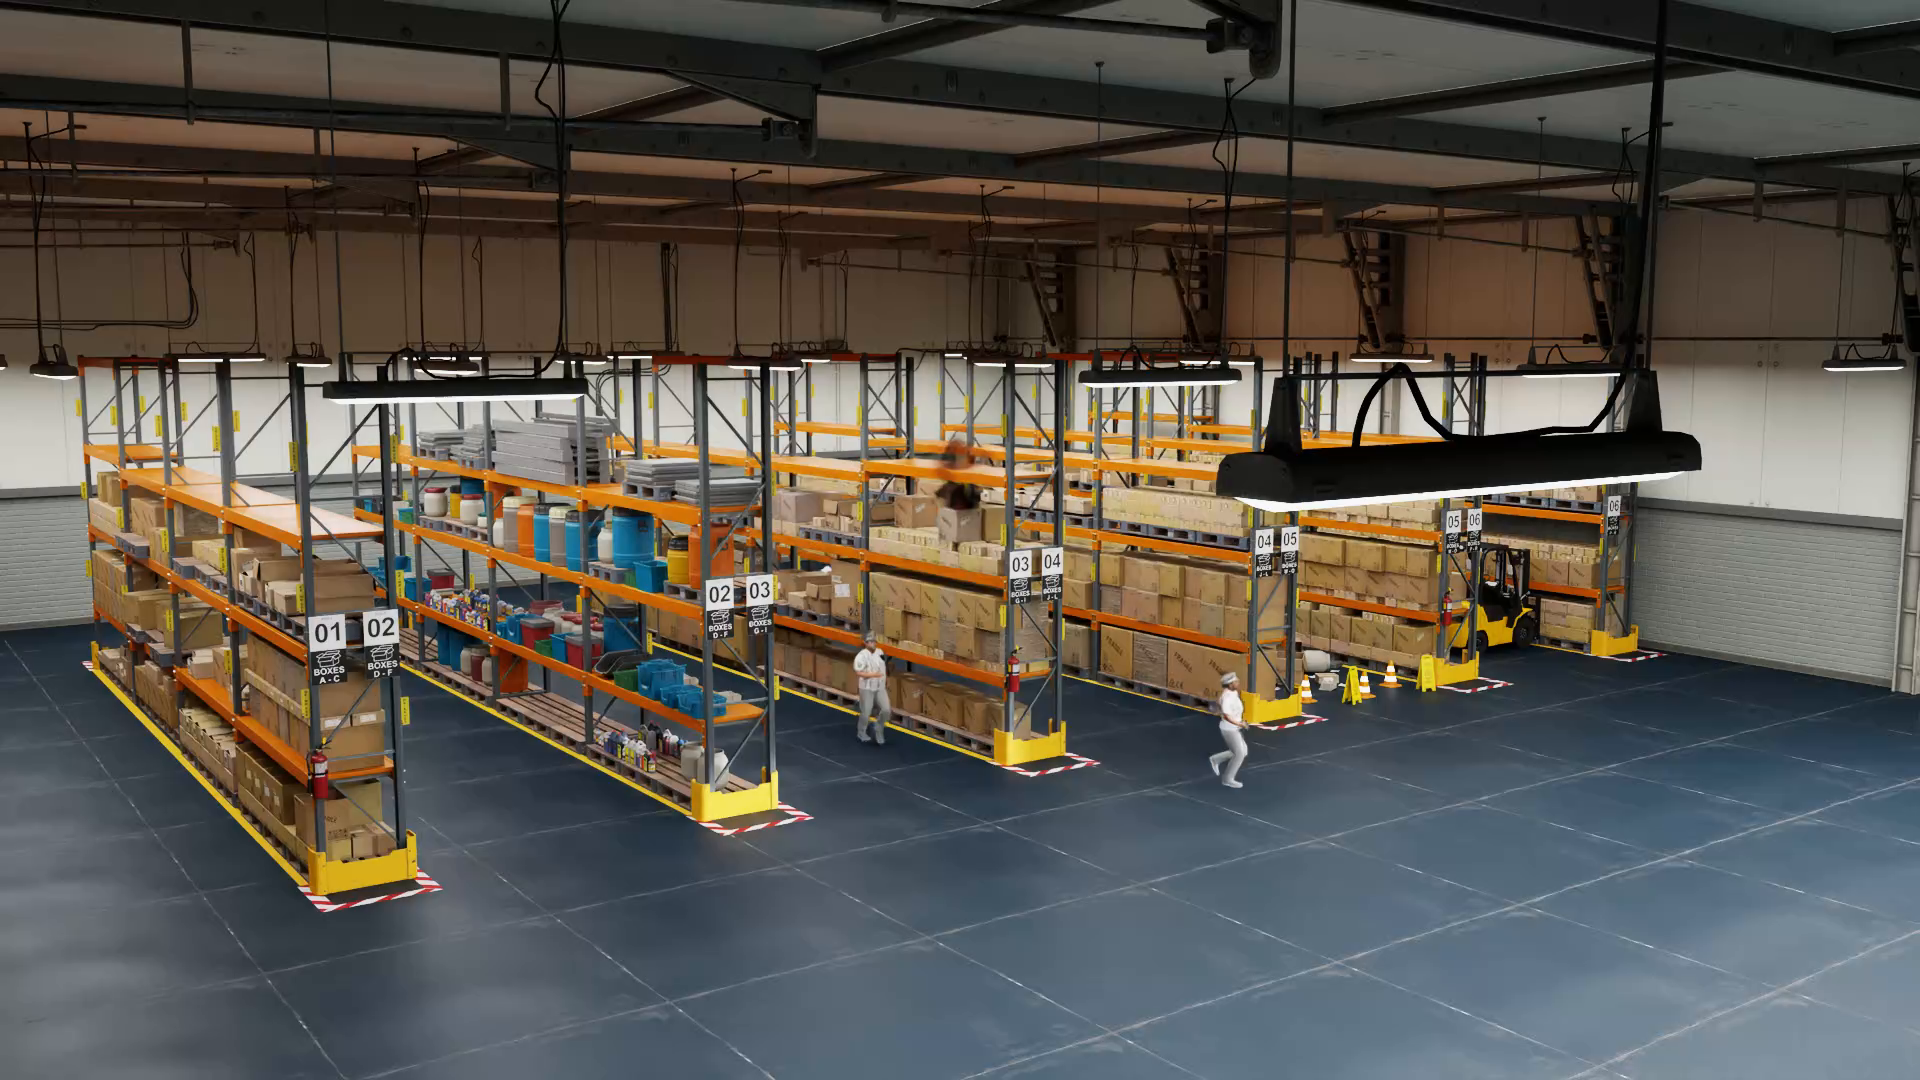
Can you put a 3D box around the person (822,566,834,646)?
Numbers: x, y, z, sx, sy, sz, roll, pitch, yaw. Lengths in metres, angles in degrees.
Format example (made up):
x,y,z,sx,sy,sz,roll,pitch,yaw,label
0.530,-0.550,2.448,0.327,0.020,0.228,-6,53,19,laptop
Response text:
x,y,z,sx,sy,sz,roll,pitch,yaw,label
-2.669,1.405,33.320,0.663,1.775,0.974,-5,9,-36,person

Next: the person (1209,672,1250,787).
x,y,z,sx,sy,sz,roll,pitch,yaw,label
3.814,2.674,23.534,0.563,1.663,0.576,1,7,9,person

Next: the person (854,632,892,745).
x,y,z,sx,sy,sz,roll,pitch,yaw,label
-1.349,2.322,25.931,0.639,1.803,0.715,-4,8,-33,person
